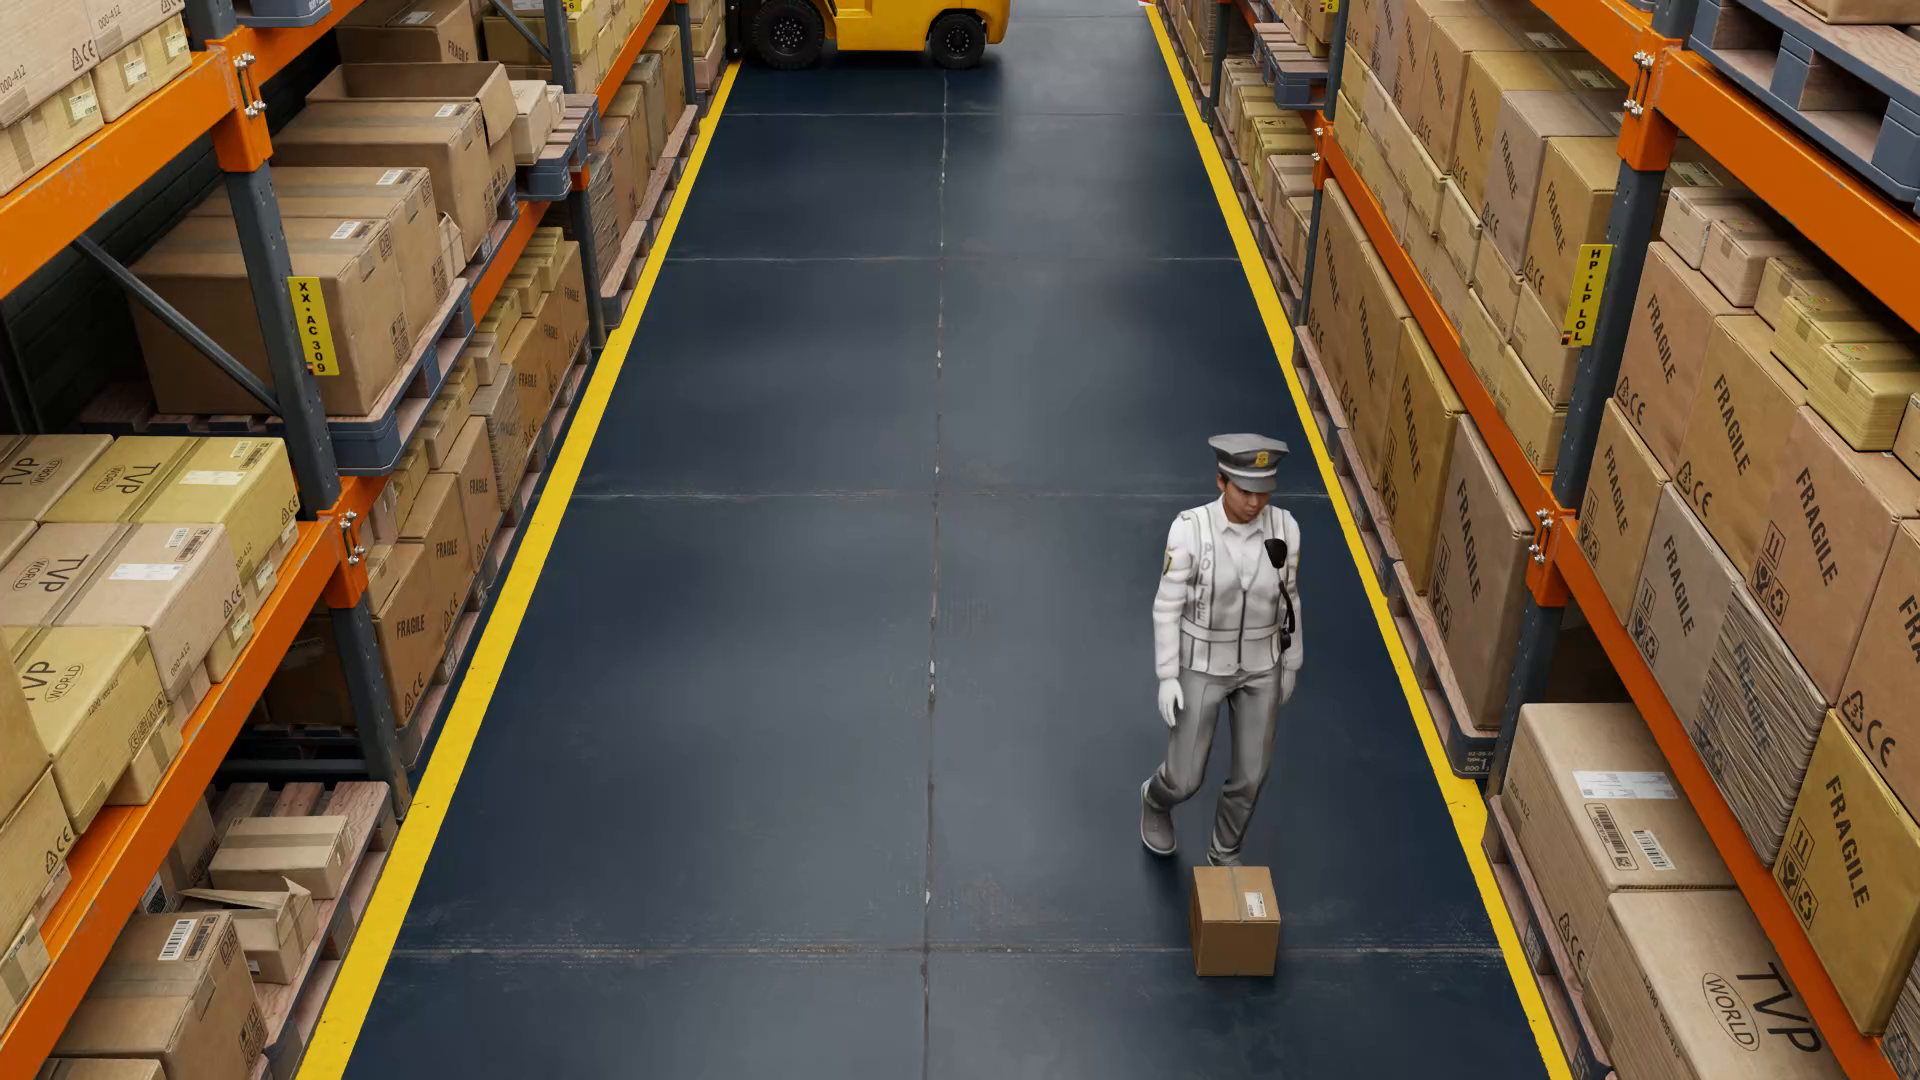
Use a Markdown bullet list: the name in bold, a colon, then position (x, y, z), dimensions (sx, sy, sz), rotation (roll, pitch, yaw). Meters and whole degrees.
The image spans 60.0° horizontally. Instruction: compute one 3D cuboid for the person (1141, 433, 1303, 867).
- **person**: position (0.891, 0.438, 5.443), dimensions (0.507, 1.648, 0.512), rotation (-4, 32, -6)
